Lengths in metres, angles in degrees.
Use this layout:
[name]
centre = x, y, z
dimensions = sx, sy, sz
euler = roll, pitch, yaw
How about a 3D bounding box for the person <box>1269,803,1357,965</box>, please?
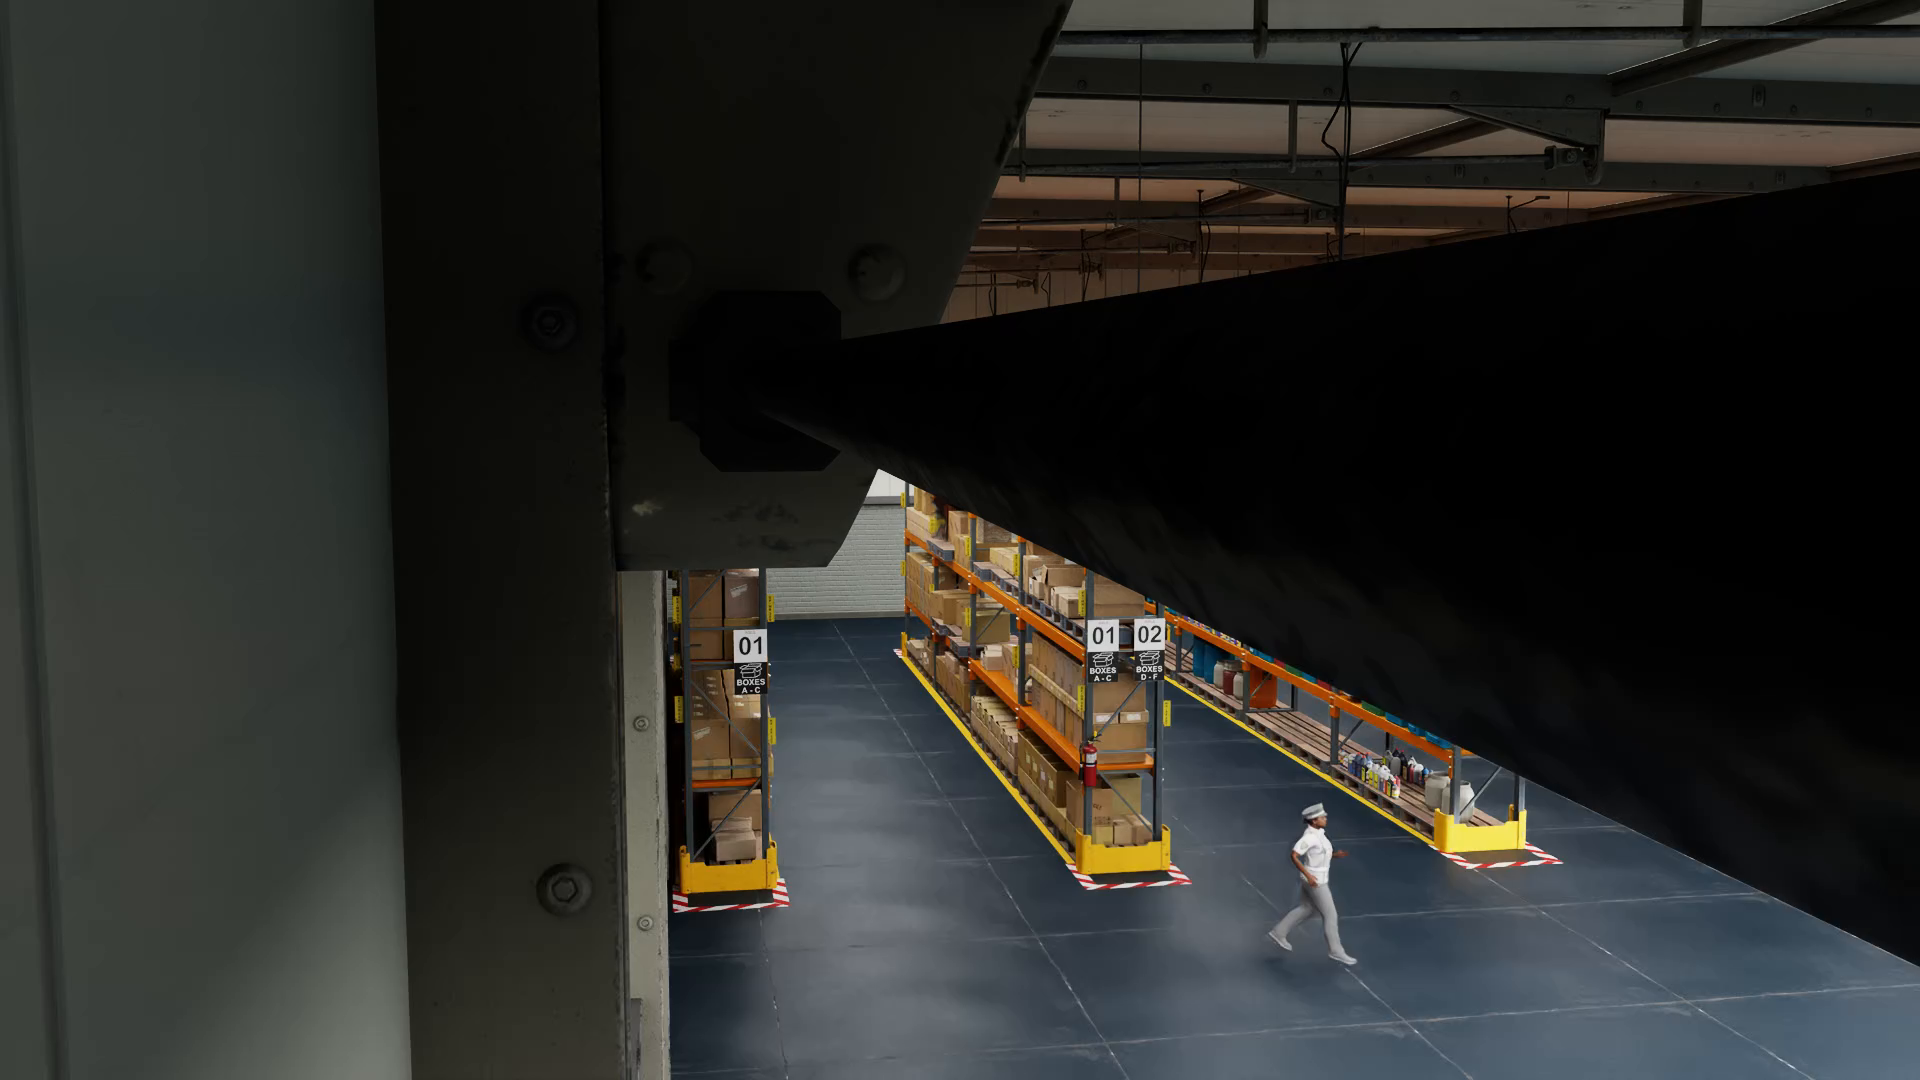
[person]
centre = 3.768, 3.633, 17.706
dimensions = 0.926, 1.700, 0.569
euler = 1, 6, 12
